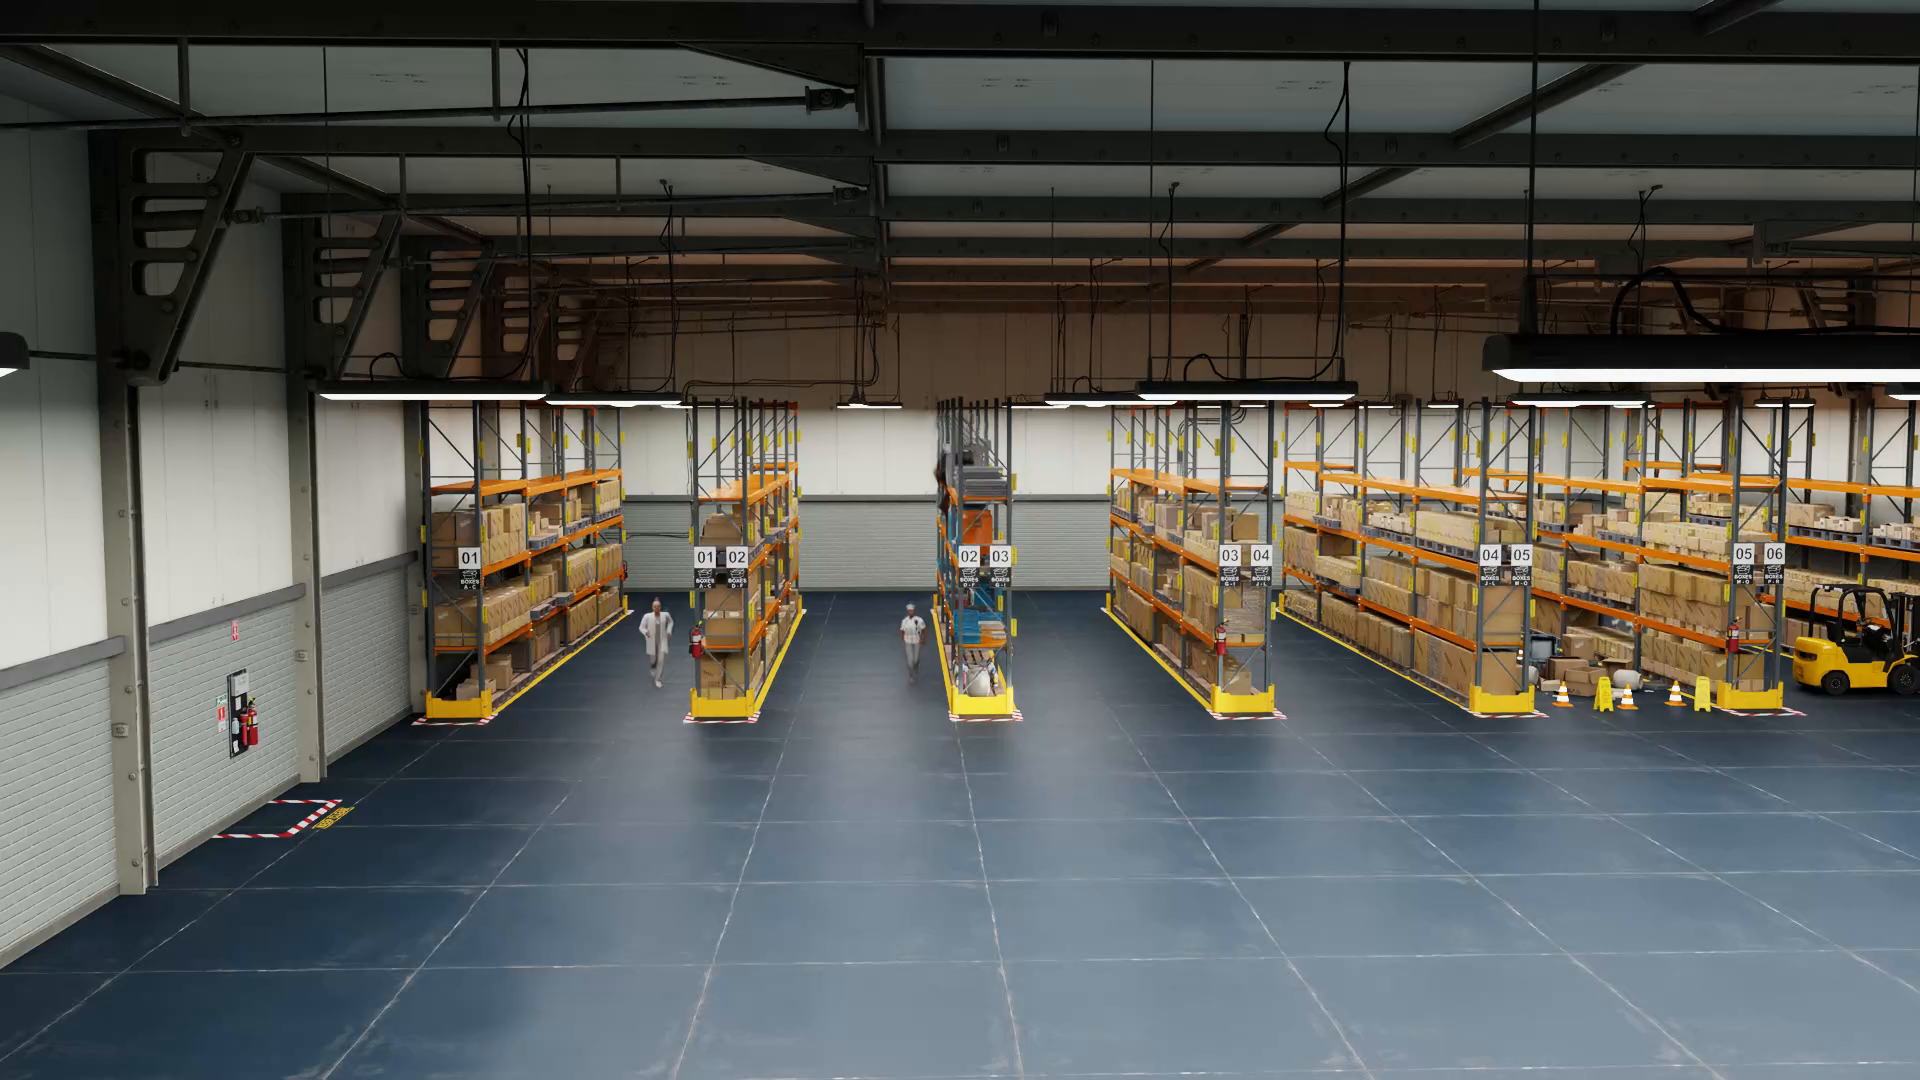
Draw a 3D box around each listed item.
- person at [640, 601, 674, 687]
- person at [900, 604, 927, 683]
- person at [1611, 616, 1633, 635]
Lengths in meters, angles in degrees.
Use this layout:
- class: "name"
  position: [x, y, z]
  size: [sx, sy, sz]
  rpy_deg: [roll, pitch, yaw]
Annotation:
- class: "person"
  position: [-6.363, 2.176, 34.968]
  size: [0.704, 1.775, 0.917]
  rpy_deg: [-1, 5, -14]
- class: "person"
  position: [-0.998, 2.191, 35.188]
  size: [0.580, 1.657, 0.515]
  rpy_deg: [1, 4, 7]
- class: "person"
  position: [16.714, 1.597, 41.933]
  size: [0.588, 1.831, 0.835]
  rpy_deg: [0, 4, -5]
